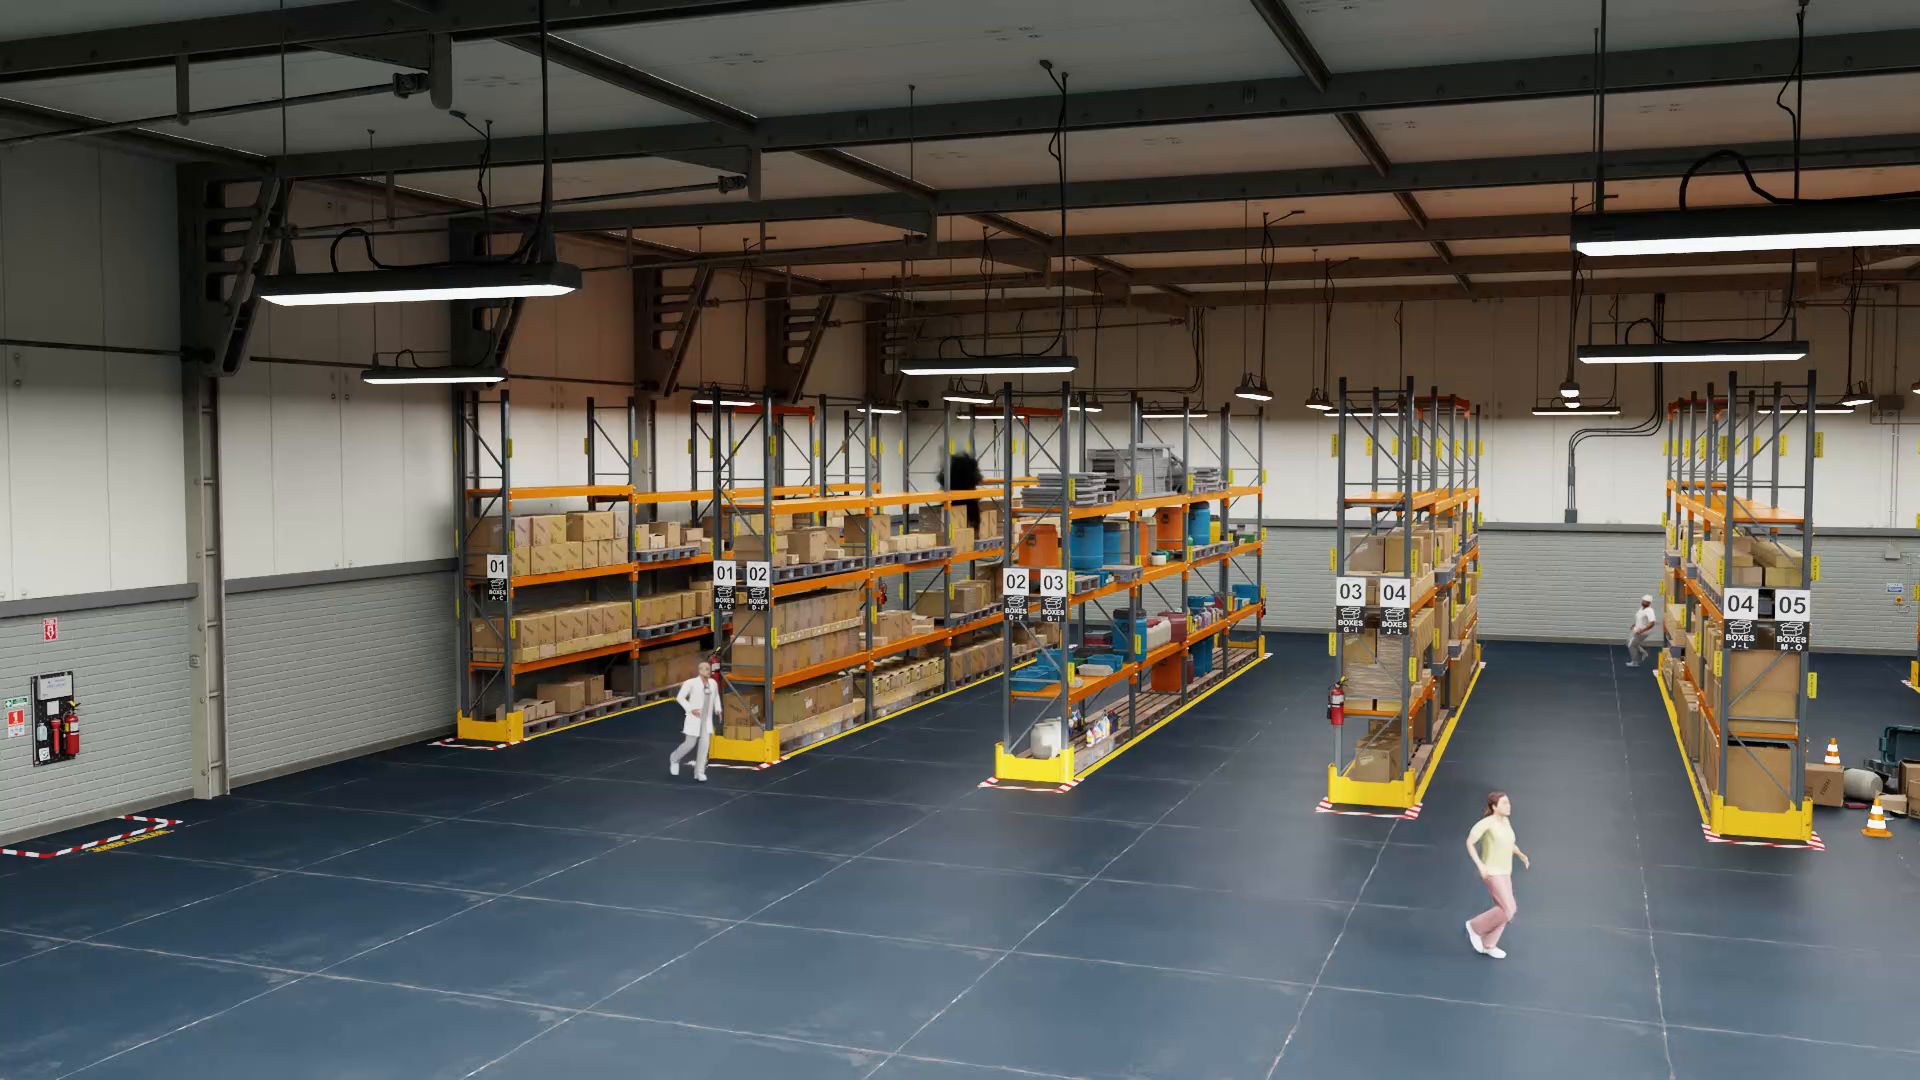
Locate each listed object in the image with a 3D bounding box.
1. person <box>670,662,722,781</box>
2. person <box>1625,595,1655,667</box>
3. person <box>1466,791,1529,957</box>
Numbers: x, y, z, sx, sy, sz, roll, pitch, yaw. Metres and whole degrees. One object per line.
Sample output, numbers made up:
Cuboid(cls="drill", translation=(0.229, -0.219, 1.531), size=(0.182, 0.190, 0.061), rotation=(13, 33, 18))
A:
Cuboid(cls="person", translation=(-3.931, 2.727, 25.280), size=(0.771, 1.741, 0.927), rotation=(-3, 4, -39))
Cuboid(cls="person", translation=(15.496, 2.073, 37.887), size=(0.525, 1.674, 0.752), rotation=(1, 3, 11))
Cuboid(cls="person", translation=(5.293, 3.282, 16.371), size=(0.592, 1.638, 0.533), rotation=(-3, 4, -43))
